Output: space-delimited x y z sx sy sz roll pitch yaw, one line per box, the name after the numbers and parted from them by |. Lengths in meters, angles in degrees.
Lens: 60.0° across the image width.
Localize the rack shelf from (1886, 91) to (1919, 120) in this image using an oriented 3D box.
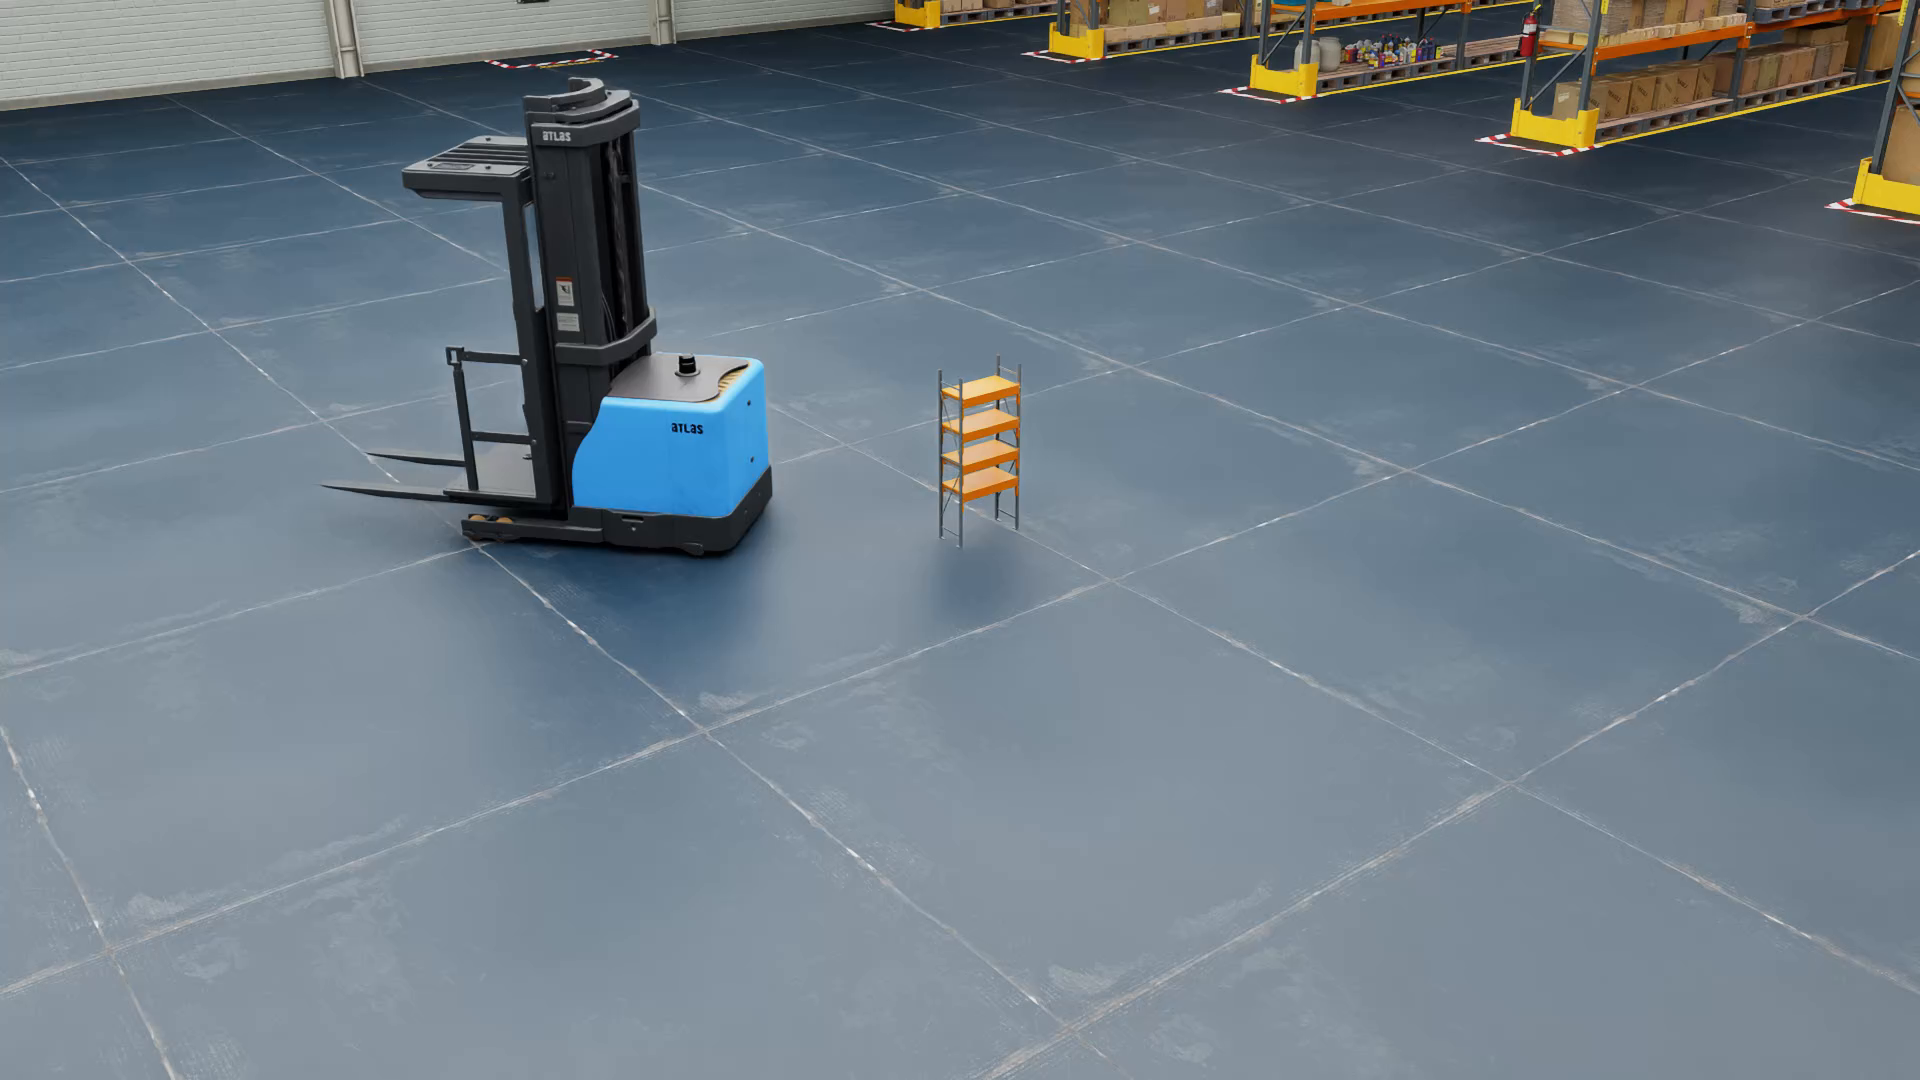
12.798 -5.480 20.349 4.000 0.370 1.077 -18 31 -34 | rack shelf

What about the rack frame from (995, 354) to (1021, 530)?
0.322 -0.651 11.227 0.015 1.200 0.240 -18 31 -34 | rack frame

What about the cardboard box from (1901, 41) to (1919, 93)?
11.488 -5.466 19.286 0.550 0.550 0.875 -18 31 -34 | cardboard box

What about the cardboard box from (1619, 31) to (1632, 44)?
9.029 -6.956 22.972 0.250 0.149 0.380 -18 31 -34 | cardboard box

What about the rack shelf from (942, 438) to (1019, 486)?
0.130 -0.526 11.118 0.480 0.148 0.258 -18 31 -34 | rack shelf

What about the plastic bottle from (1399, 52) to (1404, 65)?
7.394 -8.089 27.917 0.097 0.201 0.097 0 25 0 | plastic bottle

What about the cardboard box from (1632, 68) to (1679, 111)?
10.165 -6.622 24.427 0.500 0.500 0.500 -22 33 -38 | cardboard box

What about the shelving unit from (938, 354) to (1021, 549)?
0.130 -0.587 11.090 0.503 1.200 0.258 -18 31 -34 | shelving unit

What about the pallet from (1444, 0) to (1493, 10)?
10.959 -11.867 36.569 1.213 0.211 1.003 -18 31 -34 | pallet

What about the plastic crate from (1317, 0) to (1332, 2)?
5.911 -8.925 27.095 0.408 0.251 0.499 -18 31 -34 | plastic crate

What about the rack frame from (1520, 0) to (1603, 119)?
8.243 -6.956 22.675 0.127 3.000 1.000 -18 31 -34 | rack frame

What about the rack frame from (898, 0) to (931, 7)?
-0.926 -11.879 33.282 0.127 3.000 1.000 -18 31 -34 | rack frame

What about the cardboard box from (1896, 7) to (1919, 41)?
15.800 -8.662 28.376 0.875 0.875 1.225 -18 30 -34 | cardboard box

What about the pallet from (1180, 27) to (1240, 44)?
4.629 -9.820 32.158 1.213 0.211 1.003 -18 31 -34 | pallet

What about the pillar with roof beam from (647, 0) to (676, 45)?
-2.974 -12.083 26.597 0.400 9.000 9.100 -18 31 -34 | pillar with roof beam

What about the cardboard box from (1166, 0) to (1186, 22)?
3.874 -9.976 31.059 0.500 0.500 0.500 -18 31 -34 | cardboard box

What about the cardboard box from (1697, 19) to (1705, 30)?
10.560 -7.498 24.141 0.250 0.149 0.380 -18 31 -34 | cardboard box

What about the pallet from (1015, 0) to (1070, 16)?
1.714 -11.467 35.706 1.213 0.211 1.003 -18 31 -34 | pallet

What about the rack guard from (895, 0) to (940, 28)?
-0.867 -10.764 33.850 0.348 0.500 1.175 -18 31 -34 | rack guard

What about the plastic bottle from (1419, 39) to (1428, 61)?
7.854 -8.321 28.240 0.185 0.351 0.144 -20 32 -37 | plastic bottle

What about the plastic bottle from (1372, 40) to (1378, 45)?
7.139 -8.453 28.604 0.133 0.283 0.061 -17 30 -32 | plastic bottle

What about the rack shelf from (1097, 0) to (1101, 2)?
3.707 -10.432 31.019 4.000 0.370 1.077 -18 31 -34 | rack shelf

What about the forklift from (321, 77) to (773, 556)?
-2.894 -1.523 11.050 3.031 2.935 1.130 5 25 10 | forklift

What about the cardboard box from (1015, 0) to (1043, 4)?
1.429 -11.701 35.345 0.500 0.500 0.500 -21 32 -38 | cardboard box

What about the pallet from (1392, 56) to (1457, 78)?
7.780 -8.210 28.690 1.213 0.211 1.003 -18 31 -34 | pallet

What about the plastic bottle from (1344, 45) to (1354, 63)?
6.577 -8.239 28.153 0.135 0.276 0.152 -18 30 -34 | plastic bottle

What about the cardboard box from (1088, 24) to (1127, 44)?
2.692 -9.247 30.380 0.500 0.250 0.500 -18 31 -34 | cardboard box

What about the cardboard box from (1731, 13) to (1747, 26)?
11.403 -7.728 24.636 0.250 0.149 0.380 -18 31 -34 | cardboard box

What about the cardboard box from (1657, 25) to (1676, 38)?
9.855 -7.195 23.487 0.250 0.149 0.380 -18 31 -34 | cardboard box

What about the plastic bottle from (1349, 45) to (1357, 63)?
6.643 -8.208 28.076 0.133 0.283 0.061 -18 31 -34 | plastic bottle

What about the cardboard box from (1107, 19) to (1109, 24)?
2.759 -9.553 31.038 0.500 0.250 0.500 -18 31 -34 | cardboard box

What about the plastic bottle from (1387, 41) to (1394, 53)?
7.404 -8.448 28.608 0.097 0.271 0.097 0 25 0 | plastic bottle

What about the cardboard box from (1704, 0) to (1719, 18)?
10.583 -7.961 24.367 0.500 0.500 0.875 -18 31 -34 | cardboard box

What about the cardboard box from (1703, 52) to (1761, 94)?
11.887 -7.213 25.676 0.500 0.500 0.700 -21 32 -38 | cardboard box

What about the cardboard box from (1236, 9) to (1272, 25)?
5.751 -10.244 32.526 0.500 0.250 0.500 -19 31 -35 | cardboard box

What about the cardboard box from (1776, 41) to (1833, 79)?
13.595 -7.771 26.877 0.500 0.500 0.700 -21 32 -38 | cardboard box

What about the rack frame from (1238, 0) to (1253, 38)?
5.281 -11.278 31.987 0.127 3.000 1.000 -18 31 -34 | rack frame

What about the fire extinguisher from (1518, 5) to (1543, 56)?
7.869 -7.044 22.956 0.183 0.674 0.296 -18 31 -34 | fire extinguisher

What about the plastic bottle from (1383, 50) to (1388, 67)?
7.075 -8.015 27.676 0.097 0.271 0.097 0 25 0 | plastic bottle

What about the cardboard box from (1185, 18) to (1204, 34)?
4.267 -9.767 31.498 0.500 0.250 0.500 -18 31 -34 | cardboard box

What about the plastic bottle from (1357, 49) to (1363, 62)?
6.777 -8.205 28.168 0.097 0.201 0.097 0 25 0 | plastic bottle

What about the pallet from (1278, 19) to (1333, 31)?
6.797 -10.536 33.701 1.213 0.211 1.003 -18 31 -34 | pallet

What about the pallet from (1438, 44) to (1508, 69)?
8.928 -8.588 29.503 1.213 0.211 1.003 -18 31 -34 | pallet

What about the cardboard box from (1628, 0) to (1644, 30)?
9.012 -7.440 23.245 0.500 0.500 0.875 -18 31 -34 | cardboard box

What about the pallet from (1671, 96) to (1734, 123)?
10.884 -6.544 25.099 1.213 0.211 1.003 -18 31 -34 | pallet

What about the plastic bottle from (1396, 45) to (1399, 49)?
7.404 -8.201 28.061 0.133 0.283 0.061 -18 31 -34 | plastic bottle
